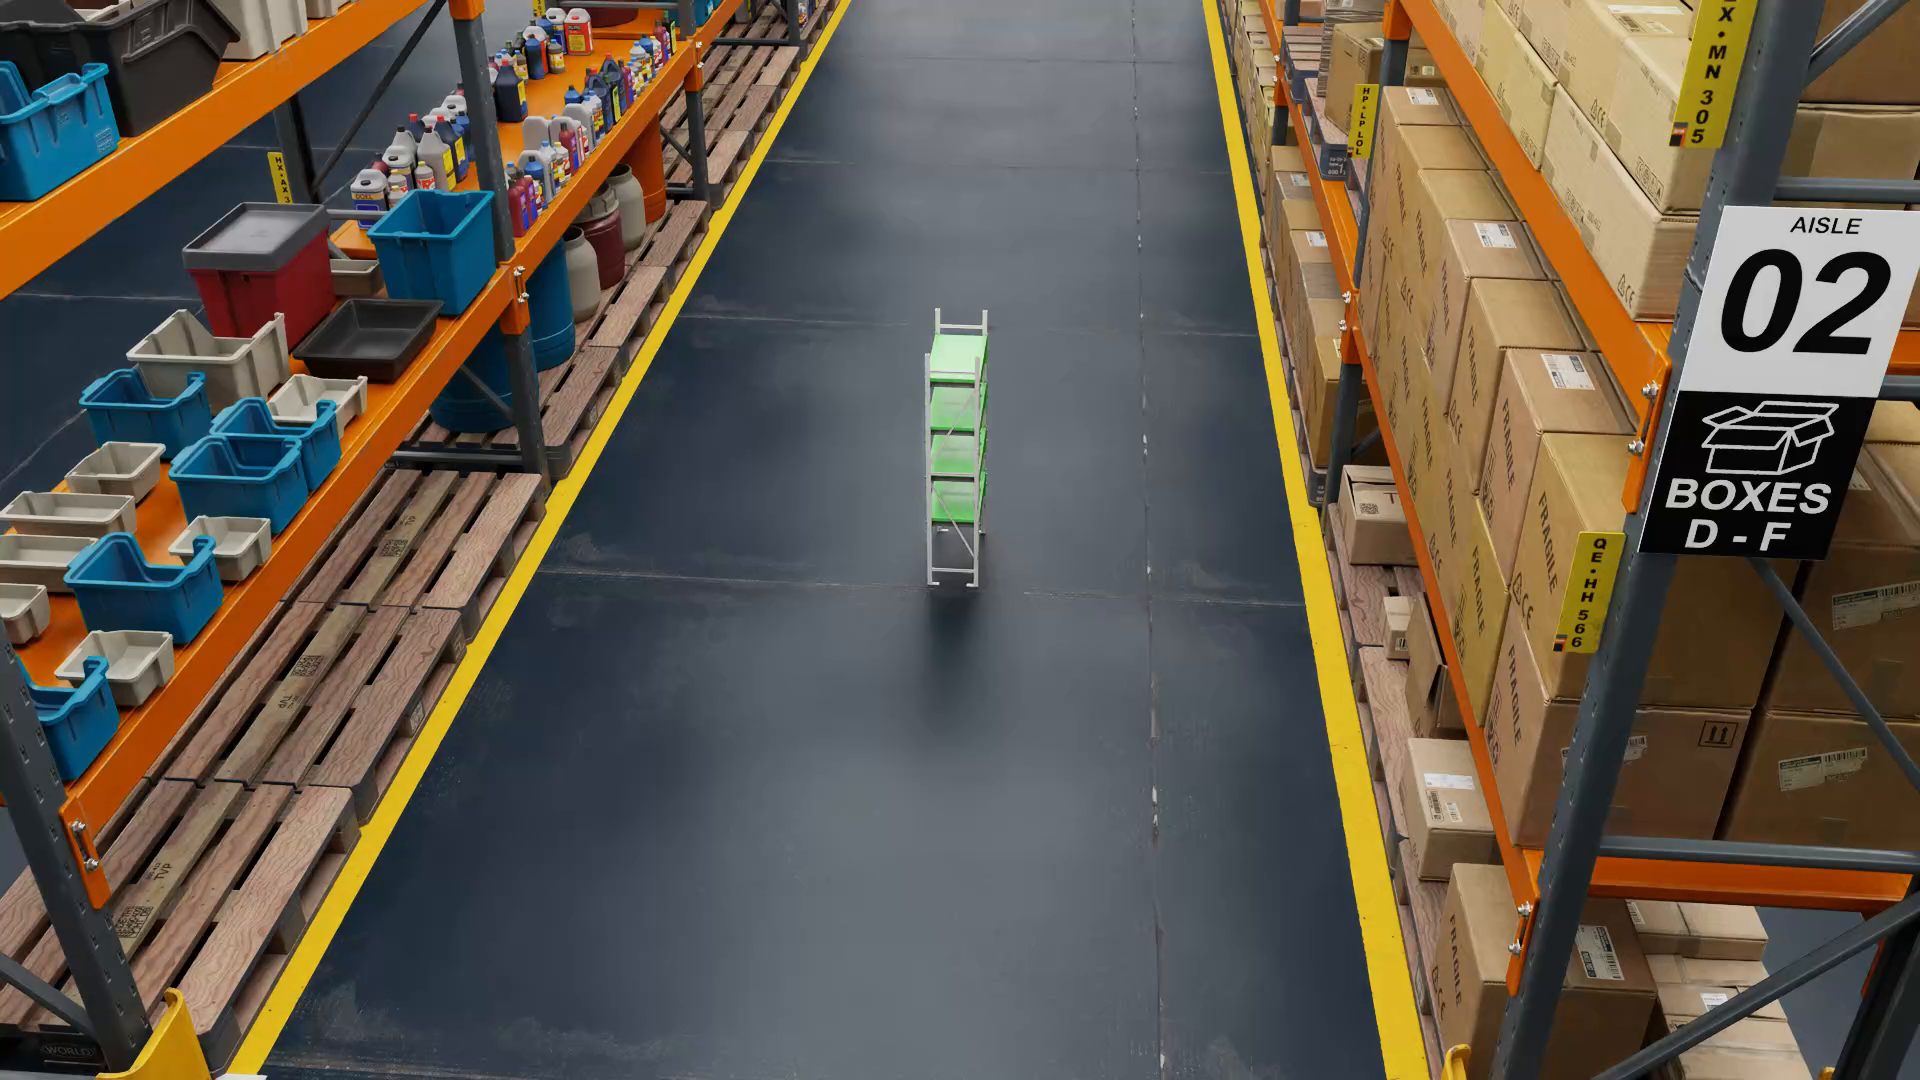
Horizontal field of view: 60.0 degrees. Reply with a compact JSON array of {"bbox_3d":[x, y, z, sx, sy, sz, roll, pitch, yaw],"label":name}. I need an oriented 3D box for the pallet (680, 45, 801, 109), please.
[{"bbox_3d":[-2.003,-4.105,14.710,1.003,0.211,1.213,2,32,4],"label":"pallet"}]

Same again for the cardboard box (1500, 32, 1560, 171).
[{"bbox_3d":[1.841,-1.232,4.674,0.500,0.250,0.500,2,32,4],"label":"cardboard box"}]

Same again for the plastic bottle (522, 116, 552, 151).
[{"bbox_3d":[-2.288,-2.185,9.054,0.152,0.276,0.135,2,32,4],"label":"plastic bottle"}]

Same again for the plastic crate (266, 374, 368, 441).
[{"bbox_3d":[-2.471,-0.511,6.414,0.293,0.136,0.466,2,32,4],"label":"plastic crate"}]

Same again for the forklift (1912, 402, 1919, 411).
[{"bbox_3d":[4.814,-1.129,7.288,1.130,2.935,3.031,4,32,6],"label":"forklift"}]

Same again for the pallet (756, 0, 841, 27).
[{"bbox_3d":[-1.784,-5.506,16.984,1.003,0.211,1.213,2,32,4],"label":"pallet"}]

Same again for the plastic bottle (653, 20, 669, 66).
[{"bbox_3d":[-1.930,-3.213,10.715,0.061,0.283,0.133,2,32,4],"label":"plastic bottle"}]

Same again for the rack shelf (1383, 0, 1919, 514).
[{"bbox_3d":[2.145,-1.232,5.217,1.077,0.370,4.000,2,32,4],"label":"rack shelf"}]

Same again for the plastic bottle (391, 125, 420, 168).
[{"bbox_3d":[-2.880,-1.995,8.675,0.144,0.351,0.185,2,32,4],"label":"plastic bottle"}]

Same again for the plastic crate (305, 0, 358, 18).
[{"bbox_3d":[-2.353,-2.004,6.036,0.293,0.136,0.466,2,32,4],"label":"plastic crate"}]

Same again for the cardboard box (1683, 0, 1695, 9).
[{"bbox_3d":[2.133,-1.488,3.899,0.700,0.500,0.500,2,32,4],"label":"cardboard box"}]

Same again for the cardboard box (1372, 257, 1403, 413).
[{"bbox_3d":[1.956,-0.827,6.638,0.500,0.500,0.500,3,32,5],"label":"cardboard box"}]

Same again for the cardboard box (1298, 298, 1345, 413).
[{"bbox_3d":[2.111,-0.959,8.910,0.500,0.500,0.500,3,32,4],"label":"cardboard box"}]

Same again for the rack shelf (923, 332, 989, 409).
[{"bbox_3d":[-0.014,-0.778,7.576,0.258,0.148,0.480,2,32,4],"label":"rack shelf"}]

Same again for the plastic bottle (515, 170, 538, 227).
[{"bbox_3d":[-2.163,-1.715,8.284,0.061,0.283,0.133,2,32,4],"label":"plastic bottle"}]

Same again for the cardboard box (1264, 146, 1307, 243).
[{"bbox_3d":[2.312,-2.296,11.081,0.500,0.500,0.500,4,32,6],"label":"cardboard box"}]

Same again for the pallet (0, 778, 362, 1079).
[{"bbox_3d":[-2.849,1.328,5.894,1.003,0.211,1.213,2,32,4],"label":"pallet"}]

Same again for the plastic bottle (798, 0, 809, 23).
[{"bbox_3d":[-1.515,-5.050,15.762,0.152,0.276,0.135,4,32,6],"label":"plastic bottle"}]

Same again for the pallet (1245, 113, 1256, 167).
[{"bbox_3d":[2.841,-3.277,13.366,1.003,0.211,1.213,2,32,4],"label":"pallet"}]

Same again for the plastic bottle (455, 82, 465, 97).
[{"bbox_3d":[-2.845,-2.461,9.495,0.061,0.283,0.133,2,32,4],"label":"plastic bottle"}]

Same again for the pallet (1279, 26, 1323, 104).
[{"bbox_3d":[2.648,-2.960,10.377,1.213,0.211,1.003,2,32,4],"label":"pallet"}]

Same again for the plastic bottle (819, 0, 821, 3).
[{"bbox_3d":[-1.448,-5.489,16.404,0.144,0.351,0.185,2,32,4],"label":"plastic bottle"}]

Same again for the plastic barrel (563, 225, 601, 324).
[{"bbox_3d":[-2.375,-1.586,9.936,0.421,0.512,0.421,0,32,0],"label":"plastic barrel"}]

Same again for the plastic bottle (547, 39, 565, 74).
[{"bbox_3d":[-2.572,-3.078,10.575,0.097,0.201,0.097,0,32,0],"label":"plastic bottle"}]

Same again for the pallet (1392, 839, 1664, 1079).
[{"bbox_3d":[2.052,1.515,5.591,1.003,0.211,1.213,2,32,4],"label":"pallet"}]

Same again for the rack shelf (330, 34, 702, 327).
[{"bbox_3d":[-2.466,-2.261,9.745,1.077,0.370,4.000,2,32,4],"label":"rack shelf"}]

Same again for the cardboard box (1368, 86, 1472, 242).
[{"bbox_3d":[1.989,-1.541,6.844,0.500,0.500,0.500,3,32,5],"label":"cardboard box"}]

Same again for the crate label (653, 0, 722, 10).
[{"bbox_3d":[-1.953,-4.136,12.068,0.502,0.435,0.616,2,32,4],"label":"crate label"}]

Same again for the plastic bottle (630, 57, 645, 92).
[{"bbox_3d":[-1.997,-2.864,10.227,0.097,0.201,0.097,0,32,0],"label":"plastic bottle"}]

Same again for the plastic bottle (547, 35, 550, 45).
[{"bbox_3d":[-2.705,-3.205,10.781,0.097,0.201,0.097,0,32,0],"label":"plastic bottle"}]

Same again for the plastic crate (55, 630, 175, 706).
[{"bbox_3d":[-2.498,0.378,4.972,0.250,0.136,0.298,2,32,4],"label":"plastic crate"}]

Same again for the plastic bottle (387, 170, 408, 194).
[{"bbox_3d":[-2.865,-1.785,8.477,0.097,0.201,0.097,0,32,0],"label":"plastic bottle"}]

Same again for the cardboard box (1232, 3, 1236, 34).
[{"bbox_3d":[2.779,-4.751,15.320,0.500,0.250,0.500,2,32,4],"label":"cardboard box"}]

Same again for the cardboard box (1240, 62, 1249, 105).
[{"bbox_3d":[2.597,-3.760,13.713,0.500,0.250,0.500,2,32,2],"label":"cardboard box"}]

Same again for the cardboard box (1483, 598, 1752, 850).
[{"bbox_3d":[1.747,0.496,4.491,0.500,0.500,0.500,3,32,5],"label":"cardboard box"}]

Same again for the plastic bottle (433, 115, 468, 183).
[{"bbox_3d":[-2.721,-2.085,8.821,0.144,0.351,0.185,2,32,4],"label":"plastic bottle"}]

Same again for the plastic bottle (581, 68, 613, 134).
[{"bbox_3d":[-2.084,-2.516,9.521,0.144,0.351,0.185,2,32,4],"label":"plastic bottle"}]

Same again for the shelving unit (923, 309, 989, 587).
[{"bbox_3d":[-0.013,-0.424,7.795,0.258,1.200,0.503,2,32,4],"label":"shelving unit"}]

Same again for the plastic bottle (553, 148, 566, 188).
[{"bbox_3d":[-2.137,-1.964,8.767,0.097,0.201,0.097,0,32,0],"label":"plastic bottle"}]

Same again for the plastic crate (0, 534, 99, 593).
[{"bbox_3d":[-3.030,0.072,5.468,0.396,0.136,0.243,2,32,4],"label":"plastic crate"}]

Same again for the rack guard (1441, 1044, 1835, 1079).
[{"bbox_3d":[1.988,1.808,4.839,1.175,0.500,0.348,2,32,4],"label":"rack guard"}]

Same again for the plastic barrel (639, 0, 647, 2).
[{"bbox_3d":[-2.432,-4.207,12.111,0.421,0.512,0.421,0,32,0],"label":"plastic barrel"}]

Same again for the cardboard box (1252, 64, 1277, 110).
[{"bbox_3d":[2.510,-3.466,12.702,0.500,0.311,0.500,2,32,4],"label":"cardboard box"}]

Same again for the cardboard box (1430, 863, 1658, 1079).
[{"bbox_3d":[1.781,1.366,5.137,0.500,0.500,0.500,2,32,4],"label":"cardboard box"}]

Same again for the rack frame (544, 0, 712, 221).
[{"bbox_3d":[-2.303,-3.613,11.253,1.000,3.000,0.127,2,32,4],"label":"rack frame"}]

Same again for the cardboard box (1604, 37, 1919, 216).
[{"bbox_3d":[1.770,-0.921,3.693,0.500,0.250,0.500,2,32,4],"label":"cardboard box"}]

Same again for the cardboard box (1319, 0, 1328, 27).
[{"bbox_3d":[2.707,-3.550,11.236,0.500,0.311,0.500,4,32,7],"label":"cardboard box"}]

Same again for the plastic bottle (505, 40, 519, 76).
[{"bbox_3d":[-2.773,-2.920,10.240,0.061,0.283,0.133,2,32,4],"label":"plastic bottle"}]

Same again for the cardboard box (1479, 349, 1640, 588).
[{"bbox_3d":[1.785,-0.193,4.655,0.500,0.500,0.500,3,32,5],"label":"cardboard box"}]

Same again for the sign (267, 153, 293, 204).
[{"bbox_3d":[-3.177,-1.663,7.826,0.100,0.325,0.005,2,32,4],"label":"sign"}]
